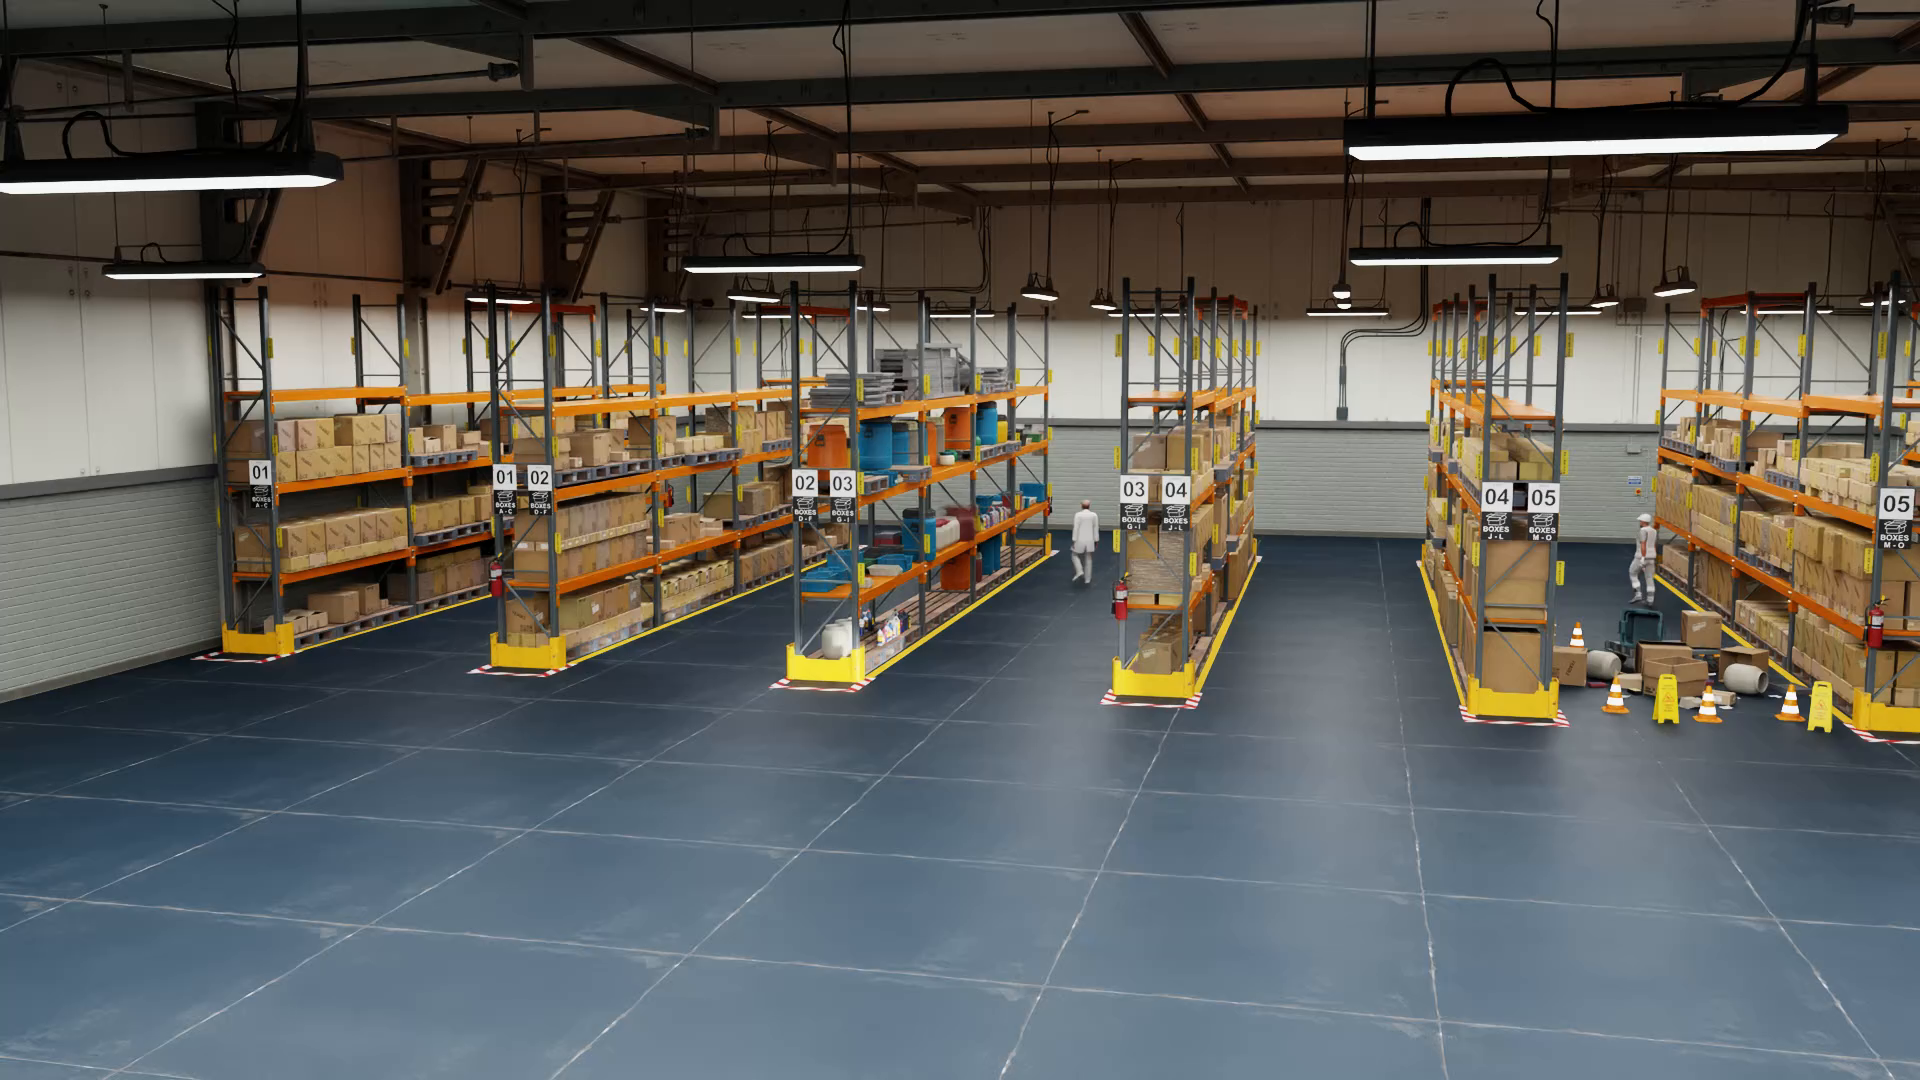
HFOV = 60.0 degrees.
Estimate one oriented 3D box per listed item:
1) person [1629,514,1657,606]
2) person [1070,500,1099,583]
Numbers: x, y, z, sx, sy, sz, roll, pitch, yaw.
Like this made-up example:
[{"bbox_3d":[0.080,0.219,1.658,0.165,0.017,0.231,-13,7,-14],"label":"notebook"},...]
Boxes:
[{"bbox_3d":[13.428,0.383,32.504,0.515,1.780,0.538,-1,7,-10],"label":"person"},{"bbox_3d":[2.685,0.026,35.617,0.638,1.779,0.532,-2,7,-16],"label":"person"}]
